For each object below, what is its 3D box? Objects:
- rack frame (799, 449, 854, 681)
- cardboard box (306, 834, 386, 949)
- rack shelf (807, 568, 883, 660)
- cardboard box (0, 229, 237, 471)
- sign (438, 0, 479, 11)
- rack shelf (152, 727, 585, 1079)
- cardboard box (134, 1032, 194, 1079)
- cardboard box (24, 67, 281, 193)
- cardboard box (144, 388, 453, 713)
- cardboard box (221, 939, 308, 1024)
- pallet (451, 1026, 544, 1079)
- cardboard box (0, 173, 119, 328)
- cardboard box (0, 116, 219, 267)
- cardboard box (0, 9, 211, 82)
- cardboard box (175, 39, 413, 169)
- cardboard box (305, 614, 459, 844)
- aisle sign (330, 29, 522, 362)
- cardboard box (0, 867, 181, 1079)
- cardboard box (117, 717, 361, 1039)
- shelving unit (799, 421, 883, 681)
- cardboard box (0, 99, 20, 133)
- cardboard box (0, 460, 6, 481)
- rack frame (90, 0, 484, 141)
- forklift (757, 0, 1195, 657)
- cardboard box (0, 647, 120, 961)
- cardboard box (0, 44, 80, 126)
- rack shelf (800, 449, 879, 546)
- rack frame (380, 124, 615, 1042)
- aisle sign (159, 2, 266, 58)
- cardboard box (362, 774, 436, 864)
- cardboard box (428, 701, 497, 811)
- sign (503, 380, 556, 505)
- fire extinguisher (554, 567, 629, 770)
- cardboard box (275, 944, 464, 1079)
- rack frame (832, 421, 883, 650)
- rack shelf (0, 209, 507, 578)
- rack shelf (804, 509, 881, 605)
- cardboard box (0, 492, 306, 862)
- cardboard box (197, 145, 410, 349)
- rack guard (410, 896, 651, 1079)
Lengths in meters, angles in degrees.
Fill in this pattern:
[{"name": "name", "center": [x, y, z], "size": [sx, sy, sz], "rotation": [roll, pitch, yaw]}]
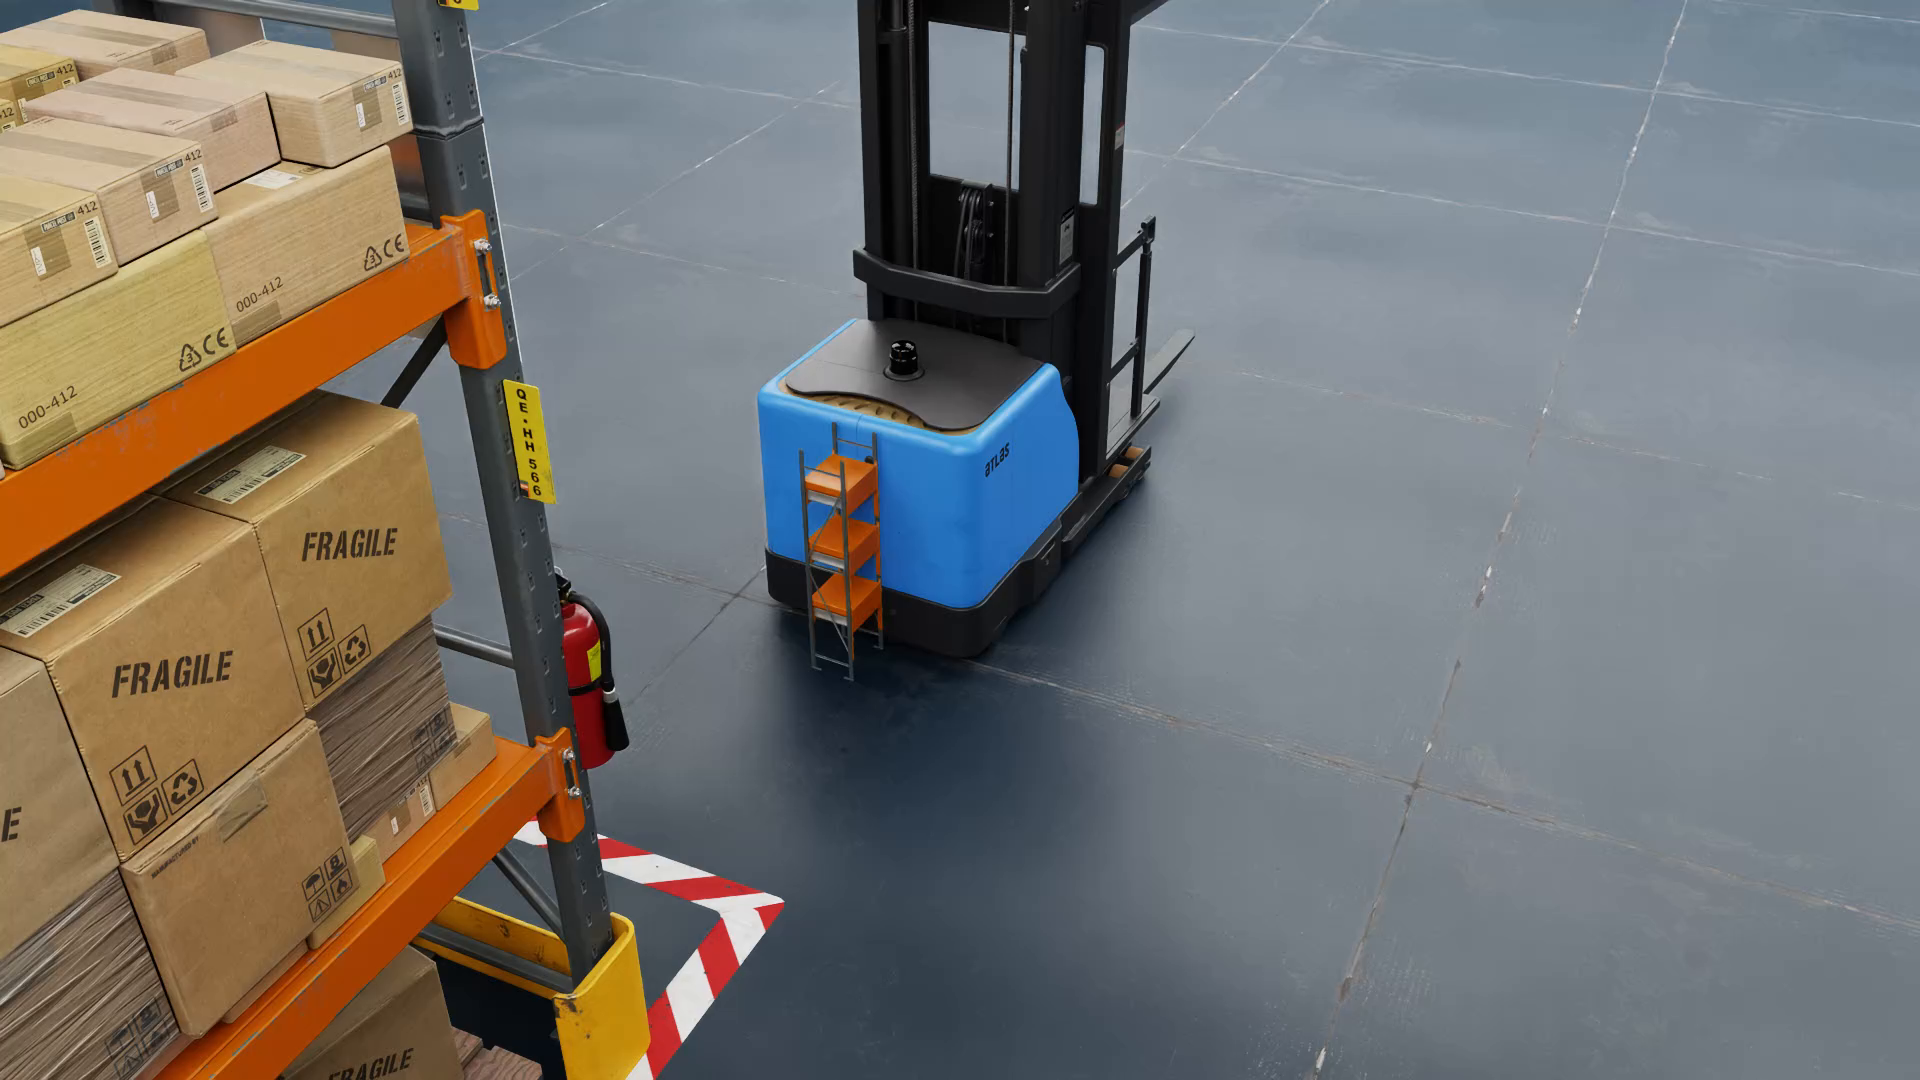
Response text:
[{"name": "rack frame", "center": [-0.527, 0.118, 6.613], "size": [0.200, 1.050, 0.008], "rotation": [16, 36, 23]}, {"name": "cardboard box", "center": [-1.632, 0.800, 4.024], "size": [0.380, 0.149, 0.250], "rotation": [14, 36, 20]}, {"name": "rack shelf", "center": [-0.471, 0.300, 6.861], "size": [0.215, 0.259, 0.240], "rotation": [16, 36, 23]}, {"name": "cardboard box", "center": [-1.714, -0.399, 3.024], "size": [0.500, 0.250, 0.500], "rotation": [14, 36, 21]}, {"name": "sign", "center": [-1.041, -1.242, 3.366], "size": [0.100, 0.325, 0.005], "rotation": [14, 36, 20]}, {"name": "rack shelf", "center": [-2.374, 1.542, 3.319], "size": [1.077, 0.370, 4.000], "rotation": [14, 36, 20]}, {"name": "cardboard box", "center": [-1.892, 1.036, 3.664], "size": [0.380, 0.149, 0.250], "rotation": [14, 36, 20]}, {"name": "cardboard box", "center": [-1.585, -0.801, 3.274], "size": [0.380, 0.149, 0.250], "rotation": [13, 35, 19]}, {"name": "cardboard box", "center": [-1.543, -0.009, 3.754], "size": [0.500, 0.500, 0.500], "rotation": [14, 36, 20]}, {"name": "cardboard box", "center": [-1.750, 0.921, 3.839], "size": [0.380, 0.149, 0.250], "rotation": [14, 36, 20]}, {"name": "pallet", "center": [-1.941, 1.845, 4.743], "size": [1.003, 0.211, 1.213], "rotation": [14, 36, 20]}, {"name": "cardboard box", "center": [-1.683, -0.509, 2.828], "size": [0.380, 0.149, 0.250], "rotation": [14, 36, 21]}, {"name": "cardboard box", "center": [-1.600, -0.640, 3.027], "size": [0.380, 0.149, 0.250], "rotation": [13, 35, 18]}, {"name": "cardboard box", "center": [-1.862, -1.029, 3.622], "size": [0.380, 0.149, 0.250], "rotation": [14, 36, 20]}, {"name": "cardboard box", "center": [-1.370, -0.904, 3.430], "size": [0.380, 0.149, 0.250], "rotation": [14, 36, 20]}, {"name": "cardboard box", "center": [-1.792, 0.346, 4.124], "size": [0.875, 0.500, 0.500], "rotation": [14, 36, 20]}, {"name": "aisle sign", "center": [-1.238, -0.804, 3.870], "size": [0.394, 0.787, 0.004], "rotation": [14, 36, 20]}, {"name": "cardboard box", "center": [-2.141, 0.862, 3.338], "size": [0.875, 0.500, 0.500], "rotation": [14, 36, 20]}, {"name": "cardboard box", "center": [-1.892, 0.623, 3.702], "size": [0.875, 0.500, 0.500], "rotation": [14, 36, 20]}, {"name": "shelving unit", "center": [-0.471, 0.059, 6.703], "size": [0.215, 1.050, 0.252], "rotation": [16, 36, 23]}, {"name": "cardboard box", "center": [-2.052, -0.768, 3.224], "size": [0.380, 0.149, 0.250], "rotation": [14, 36, 20]}, {"name": "cardboard box", "center": [-1.936, -0.146, 2.638], "size": [0.500, 0.250, 0.500], "rotation": [15, 36, 22]}, {"name": "rack frame", "center": [-1.537, -2.264, 2.996], "size": [1.000, 3.000, 0.127], "rotation": [14, 36, 20]}, {"name": "forklift", "center": [0.288, -1.528, 7.408], "size": [1.130, 2.935, 3.031], "rotation": [16, 36, 23]}, {"name": "cardboard box", "center": [-1.958, 0.490, 2.993], "size": [0.500, 0.500, 0.500], "rotation": [14, 36, 20]}, {"name": "cardboard box", "center": [-2.058, -0.923, 3.459], "size": [0.380, 0.149, 0.250], "rotation": [15, 36, 22]}, {"name": "rack shelf", "center": [-0.471, -0.170, 6.553], "size": [0.215, 0.259, 0.240], "rotation": [16, 36, 23]}, {"name": "rack frame", "center": [-1.537, 0.245, 4.641], "size": [1.000, 3.000, 0.127], "rotation": [14, 36, 20]}, {"name": "aisle sign", "center": [-1.783, -0.942, 4.080], "size": [0.394, 0.787, 0.004], "rotation": [14, 36, 20]}, {"name": "cardboard box", "center": [-1.574, 0.664, 4.232], "size": [0.380, 0.149, 0.250], "rotation": [14, 36, 20]}, {"name": "cardboard box", "center": [-1.469, 0.539, 4.421], "size": [0.380, 0.149, 0.250], "rotation": [14, 36, 20]}, {"name": "sign", "center": [-1.041, -0.234, 4.027], "size": [0.100, 0.325, 0.005], "rotation": [14, 36, 20]}, {"name": "fire extinguisher", "center": [-1.070, 0.326, 4.588], "size": [0.296, 0.674, 0.183], "rotation": [14, 36, 20]}, {"name": "cardboard box", "center": [-1.813, 1.422, 4.743], "size": [0.500, 0.500, 0.500], "rotation": [21, 39, 29]}, {"name": "rack frame", "center": [-0.415, -0.001, 6.794], "size": [0.200, 1.050, 0.008], "rotation": [16, 36, 23]}, {"name": "rack shelf", "center": [-2.374, 0.287, 2.497], "size": [1.077, 0.370, 4.000], "rotation": [14, 36, 20]}, {"name": "rack shelf", "center": [-0.471, 0.067, 6.709], "size": [0.215, 0.259, 0.240], "rotation": [16, 36, 23]}, {"name": "cardboard box", "center": [-1.746, 0.241, 3.372], "size": [0.500, 0.500, 0.500], "rotation": [14, 36, 20]}, {"name": "cardboard box", "center": [-1.508, -0.648, 3.405], "size": [0.500, 0.250, 0.500], "rotation": [15, 36, 22]}, {"name": "rack guard", "center": [-1.569, 1.328, 5.269], "size": [1.175, 0.500, 0.348], "rotation": [14, 36, 20]}]
